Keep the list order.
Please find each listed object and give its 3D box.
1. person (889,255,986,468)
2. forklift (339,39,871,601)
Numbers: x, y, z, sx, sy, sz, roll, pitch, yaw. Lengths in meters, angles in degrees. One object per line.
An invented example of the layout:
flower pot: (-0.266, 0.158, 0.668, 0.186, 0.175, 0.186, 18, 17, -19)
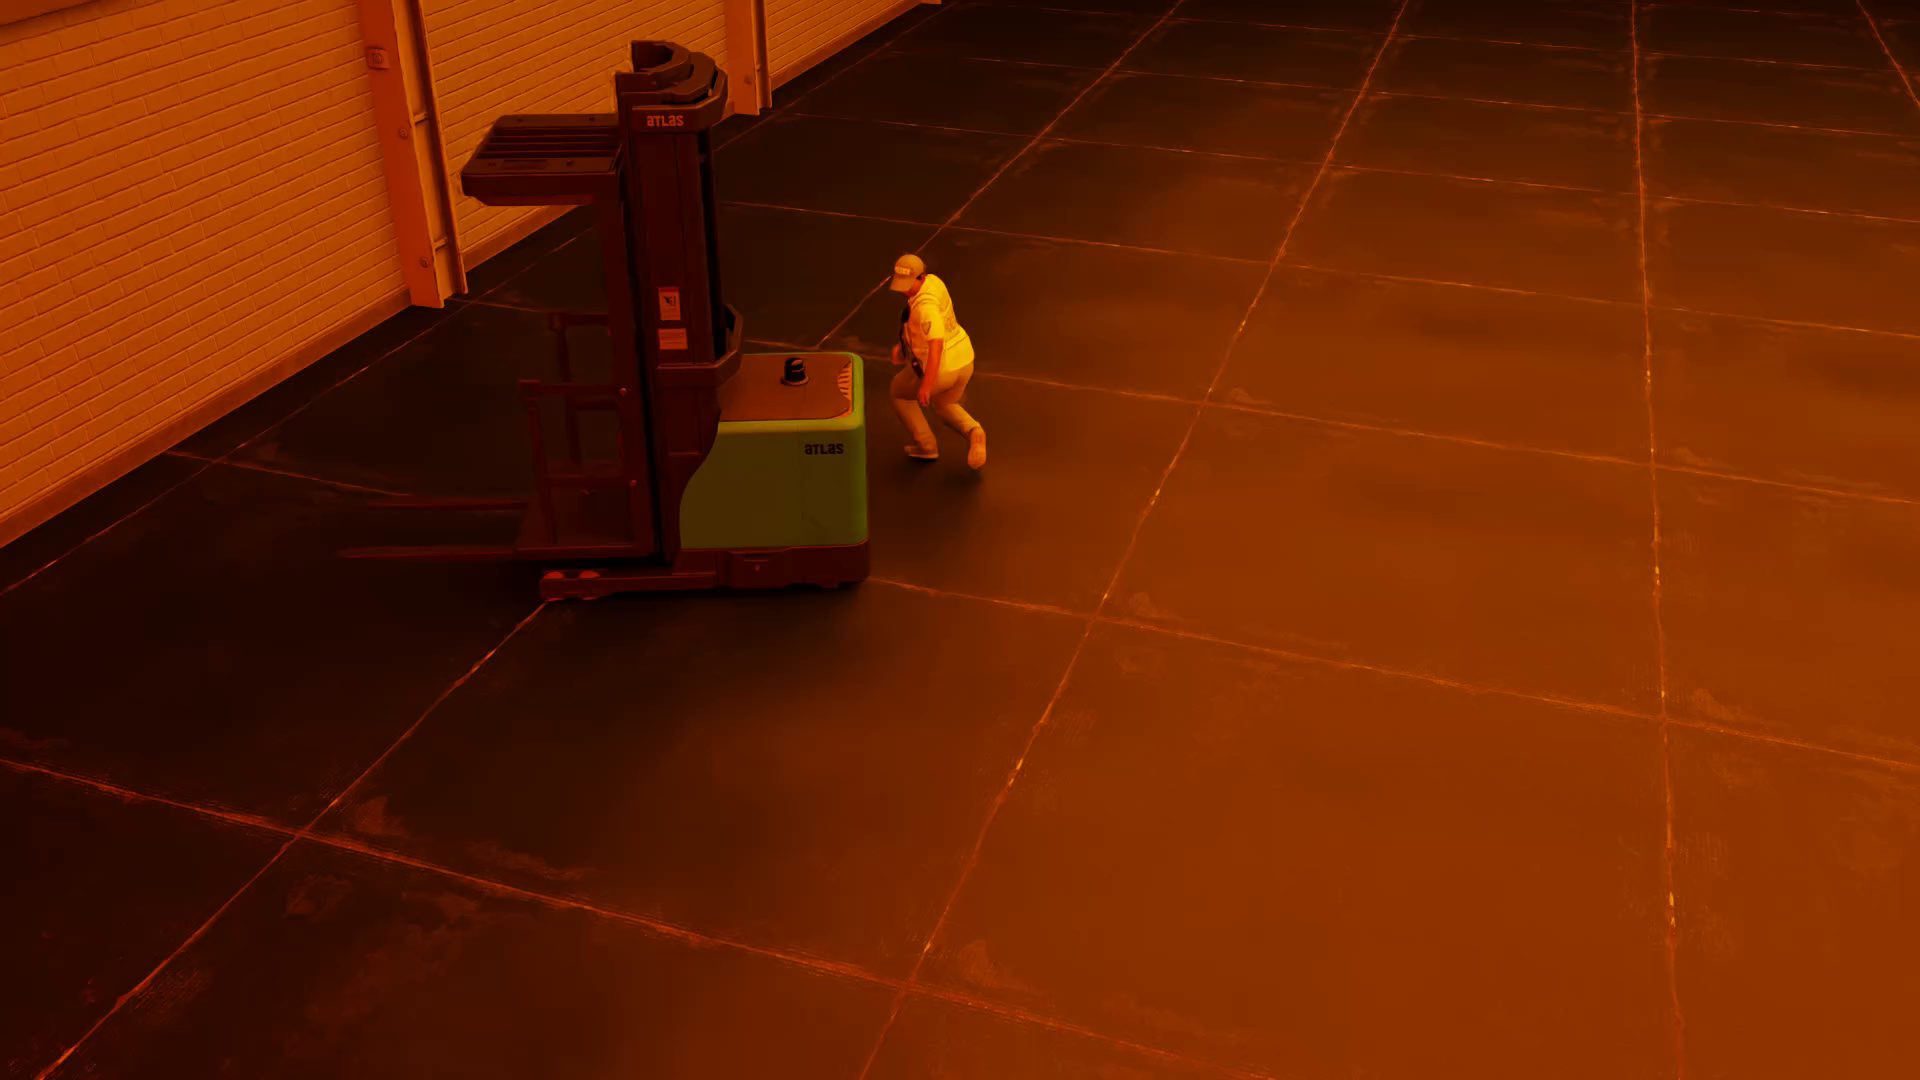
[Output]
person: (-0.179, -1.130, 10.672, 0.778, 1.445, 0.598, 18, 34, 28)
forklift: (-2.053, -1.193, 9.230, 3.031, 2.935, 1.130, -2, 30, -3)
